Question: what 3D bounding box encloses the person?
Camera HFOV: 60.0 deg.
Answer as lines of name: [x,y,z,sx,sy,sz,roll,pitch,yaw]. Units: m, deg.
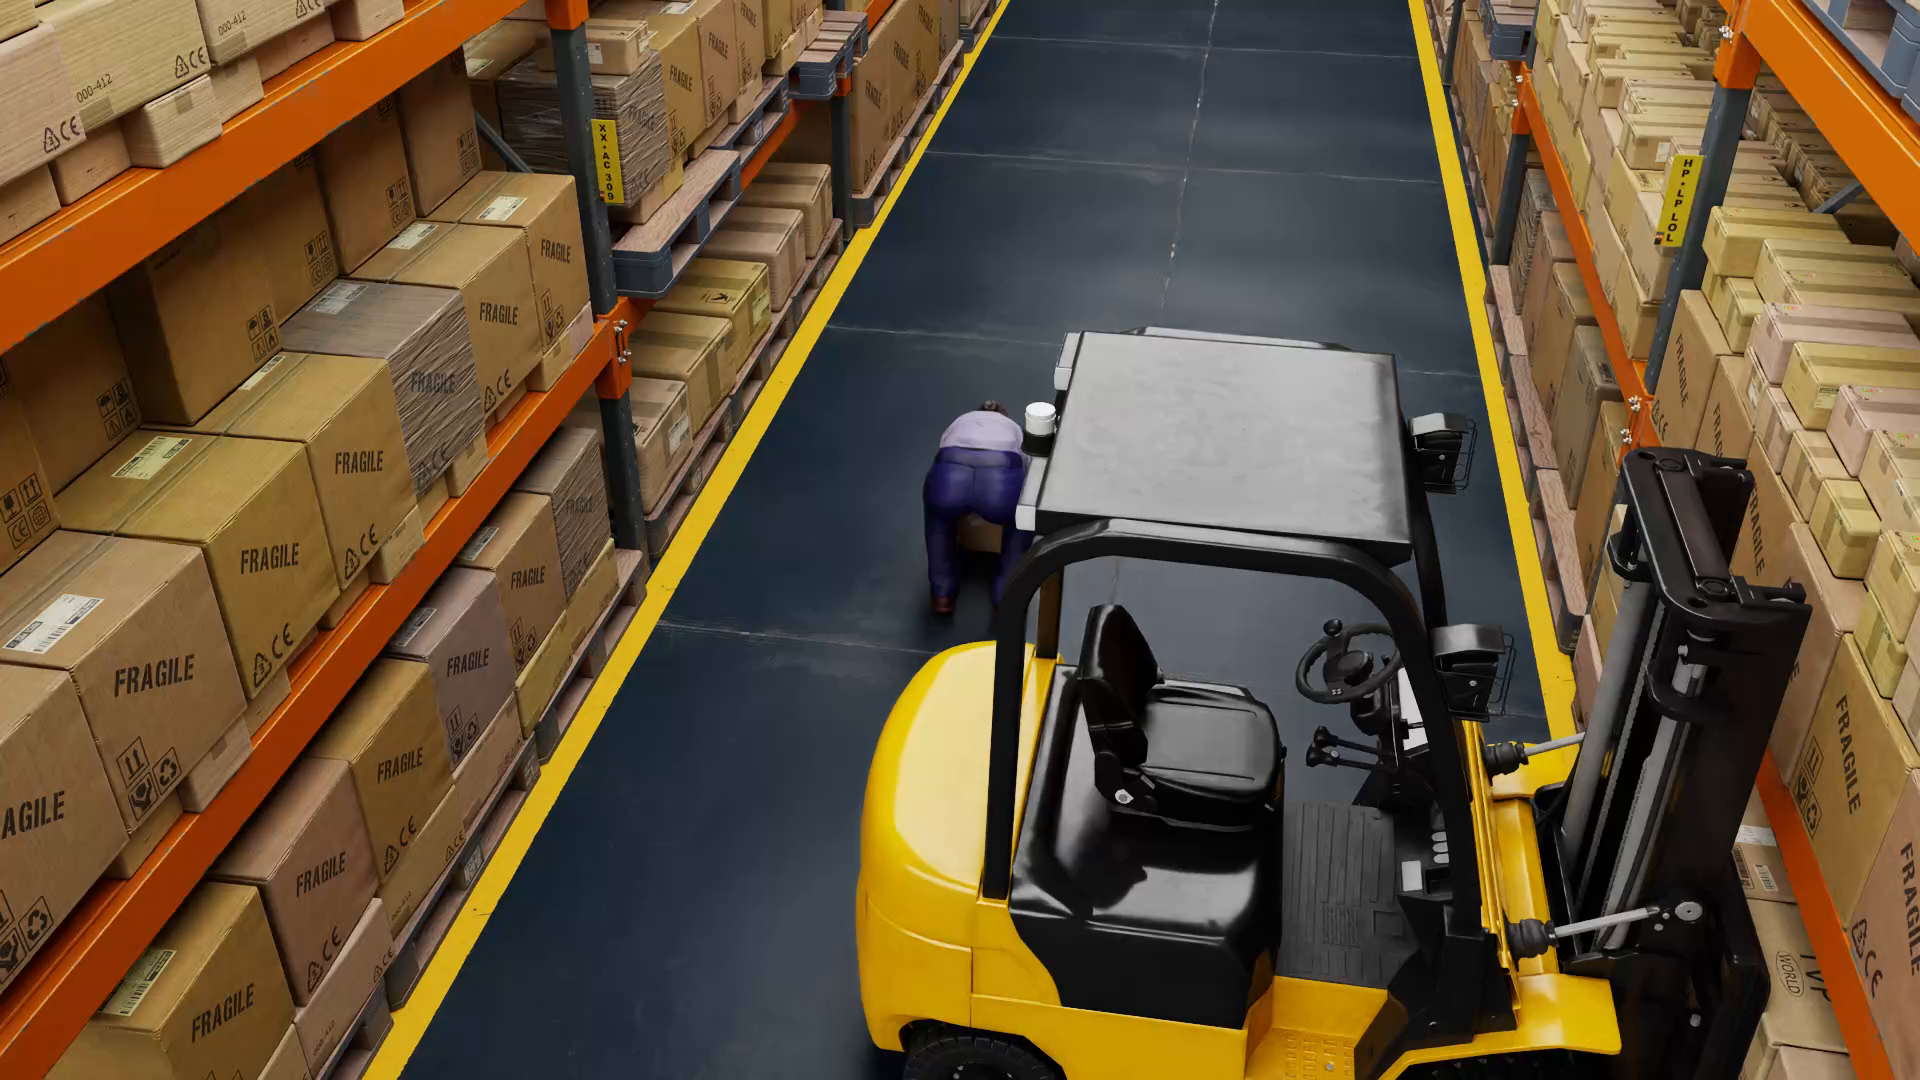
person: [0.095,-0.176,7.166,0.519,0.854,0.899,4,33,6]
